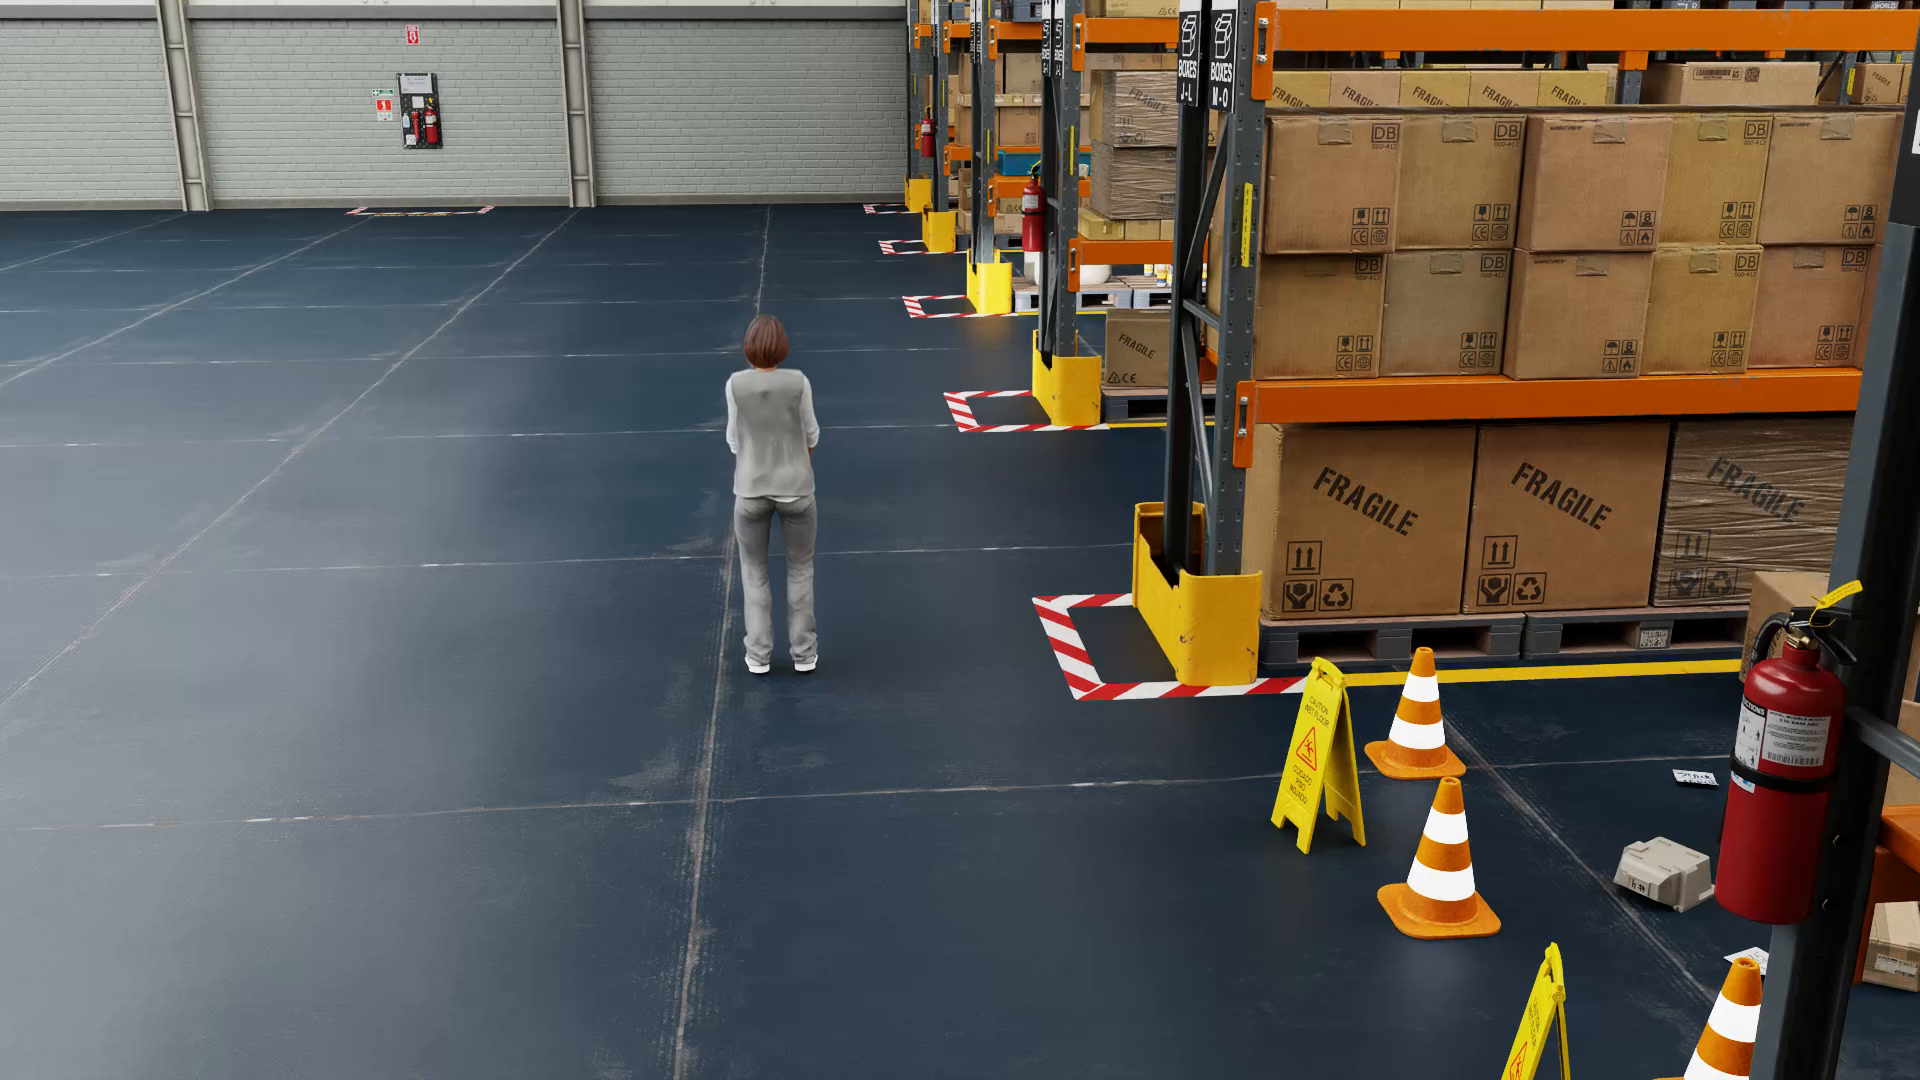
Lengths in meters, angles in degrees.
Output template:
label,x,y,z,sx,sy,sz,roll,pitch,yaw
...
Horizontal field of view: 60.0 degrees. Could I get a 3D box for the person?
label,x,y,z,sx,sy,sz,roll,pitch,yaw
person,-0.810,-0.216,7.273,0.404,1.596,0.490,-2,17,-5
